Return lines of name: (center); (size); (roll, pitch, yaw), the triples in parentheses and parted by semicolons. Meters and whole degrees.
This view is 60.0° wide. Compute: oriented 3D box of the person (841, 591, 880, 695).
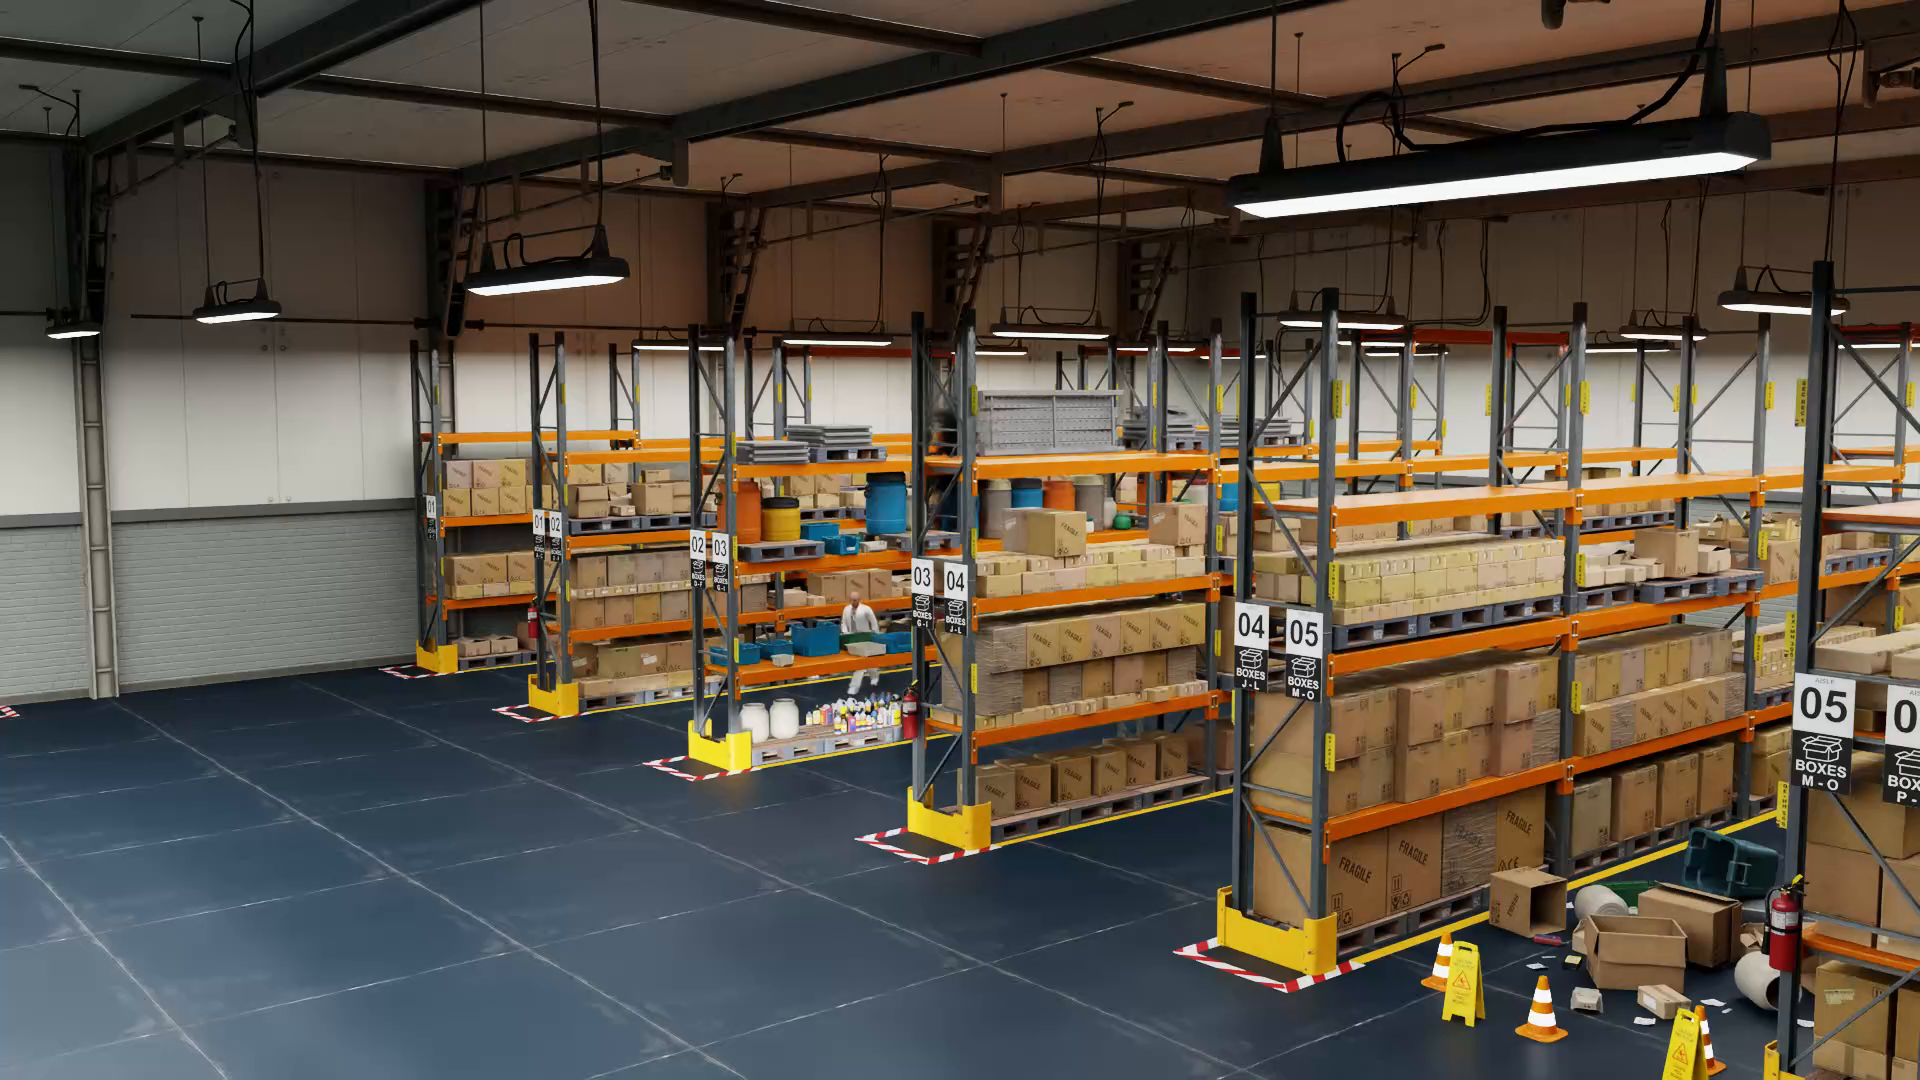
person: (-1.685, 1.688, 28.080); (0.629, 1.683, 1.196); (4, 7, 38)

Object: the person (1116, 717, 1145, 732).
person: (2.431, 2.033, 24.041); (0.562, 1.571, 0.672); (4, 7, 40)
